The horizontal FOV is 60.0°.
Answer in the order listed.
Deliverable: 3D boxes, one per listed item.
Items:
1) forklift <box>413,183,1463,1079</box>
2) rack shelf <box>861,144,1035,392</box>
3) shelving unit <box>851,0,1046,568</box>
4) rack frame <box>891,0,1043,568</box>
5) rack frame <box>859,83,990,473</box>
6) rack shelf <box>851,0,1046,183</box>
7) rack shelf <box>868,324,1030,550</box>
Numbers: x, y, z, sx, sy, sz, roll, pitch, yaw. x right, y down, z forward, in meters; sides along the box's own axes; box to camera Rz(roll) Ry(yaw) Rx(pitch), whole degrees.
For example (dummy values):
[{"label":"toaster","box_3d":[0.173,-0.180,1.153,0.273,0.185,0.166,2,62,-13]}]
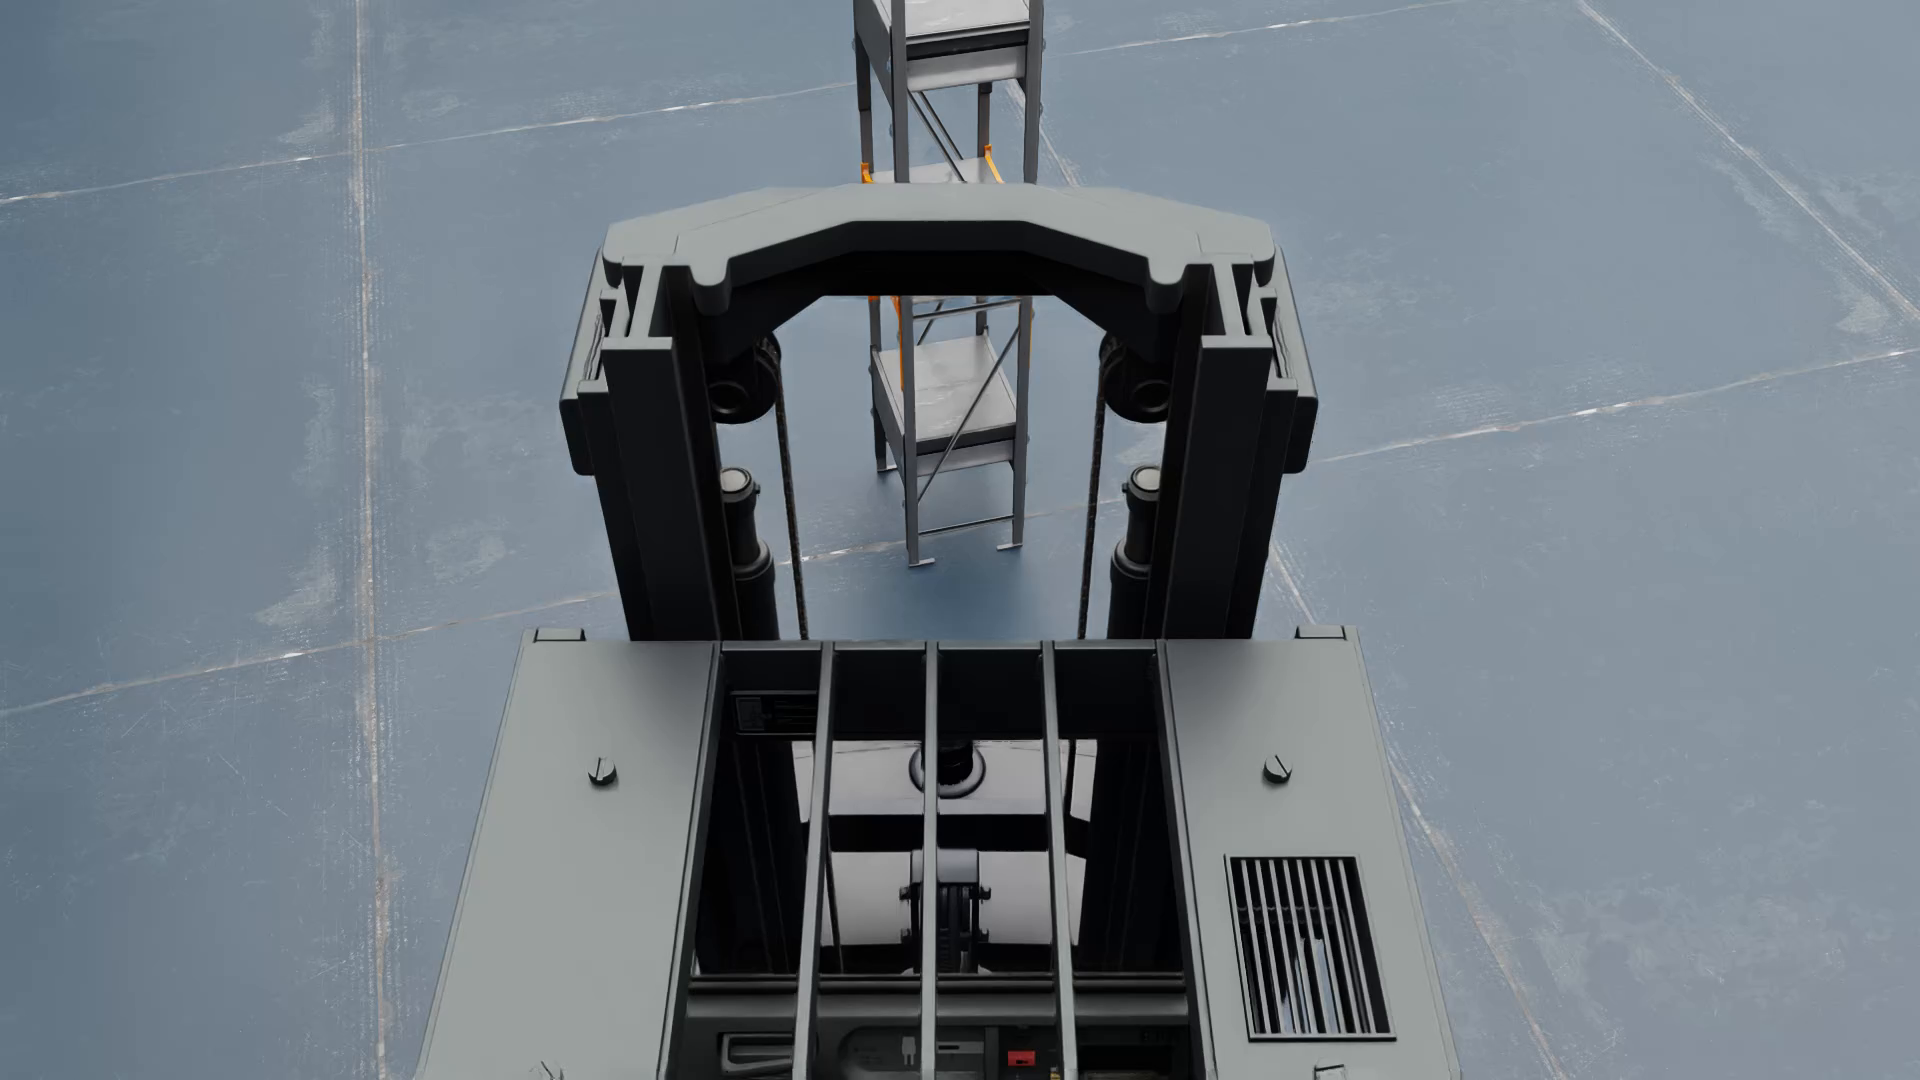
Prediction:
[{"label":"forklift","box_3d":[-0.024,1.049,2.670,1.130,2.935,3.031,0,46,0]},{"label":"rack shelf","box_3d":[-0.042,-0.840,5.122,0.431,0.518,0.480,-11,47,-10]},{"label":"shelving unit","box_3d":[-0.042,-0.849,5.112,0.431,2.100,0.503,-11,47,-10]},{"label":"rack frame","box_3d":[0.020,-0.681,4.947,0.400,2.100,0.015,-11,47,-10]},{"label":"rack frame","box_3d":[-0.105,-1.018,5.277,0.400,2.100,0.015,-11,47,-10]},{"label":"rack shelf","box_3d":[-0.042,-1.330,4.622,0.431,0.518,0.480,-11,47,-10]},{"label":"rack shelf","box_3d":[-0.042,-0.350,5.622,0.431,0.518,0.480,-11,47,-10]}]
